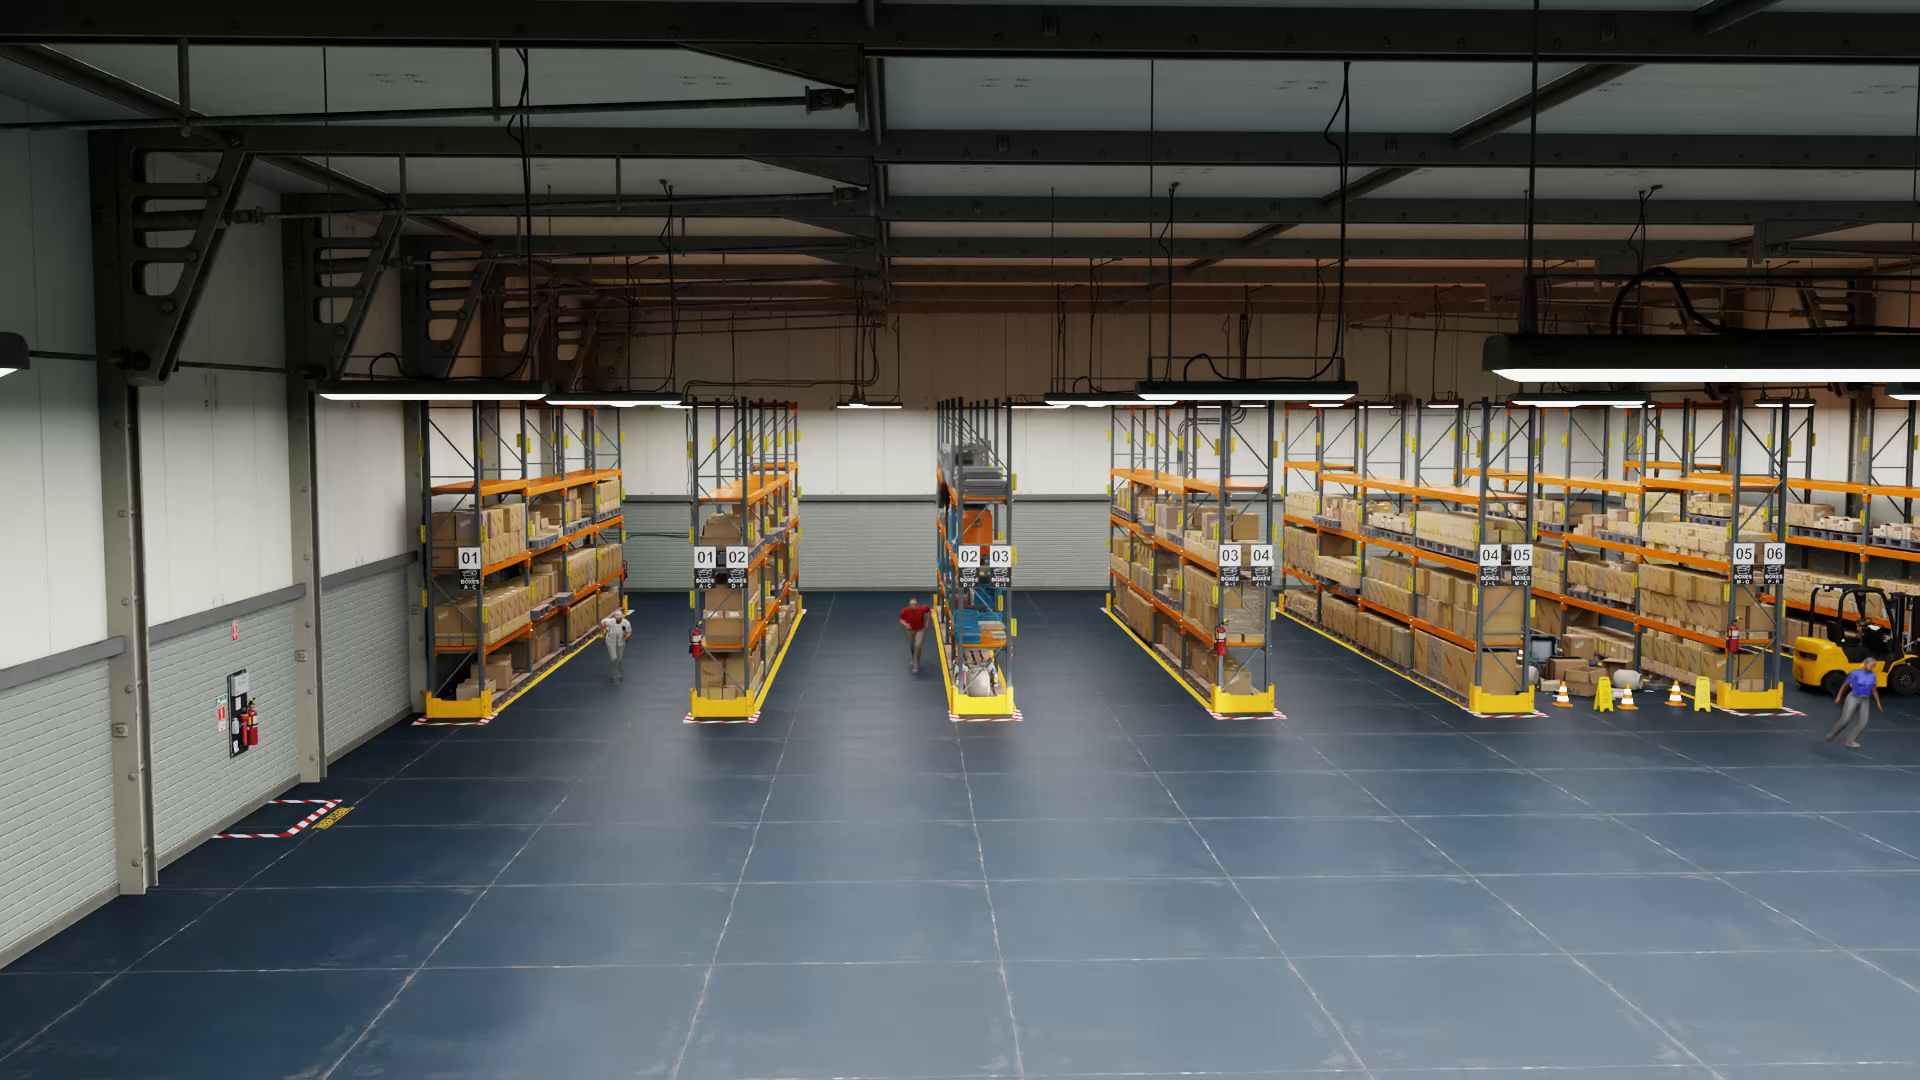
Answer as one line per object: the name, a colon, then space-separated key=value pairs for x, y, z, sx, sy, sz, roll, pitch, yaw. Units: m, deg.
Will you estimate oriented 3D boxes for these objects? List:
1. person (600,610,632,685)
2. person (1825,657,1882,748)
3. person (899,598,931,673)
person: x=-7.263 y=2.255 z=35.139 sx=0.654 sy=1.631 sz=1.023 roll=-1 pitch=5 yaw=-16
person: x=15.226 y=2.743 z=28.324 sx=0.741 sy=1.575 sz=0.612 roll=0 pitch=4 yaw=-4
person: x=-0.984 y=2.094 z=36.825 sx=0.707 sy=1.697 sz=1.007 roll=0 pitch=4 yaw=1
